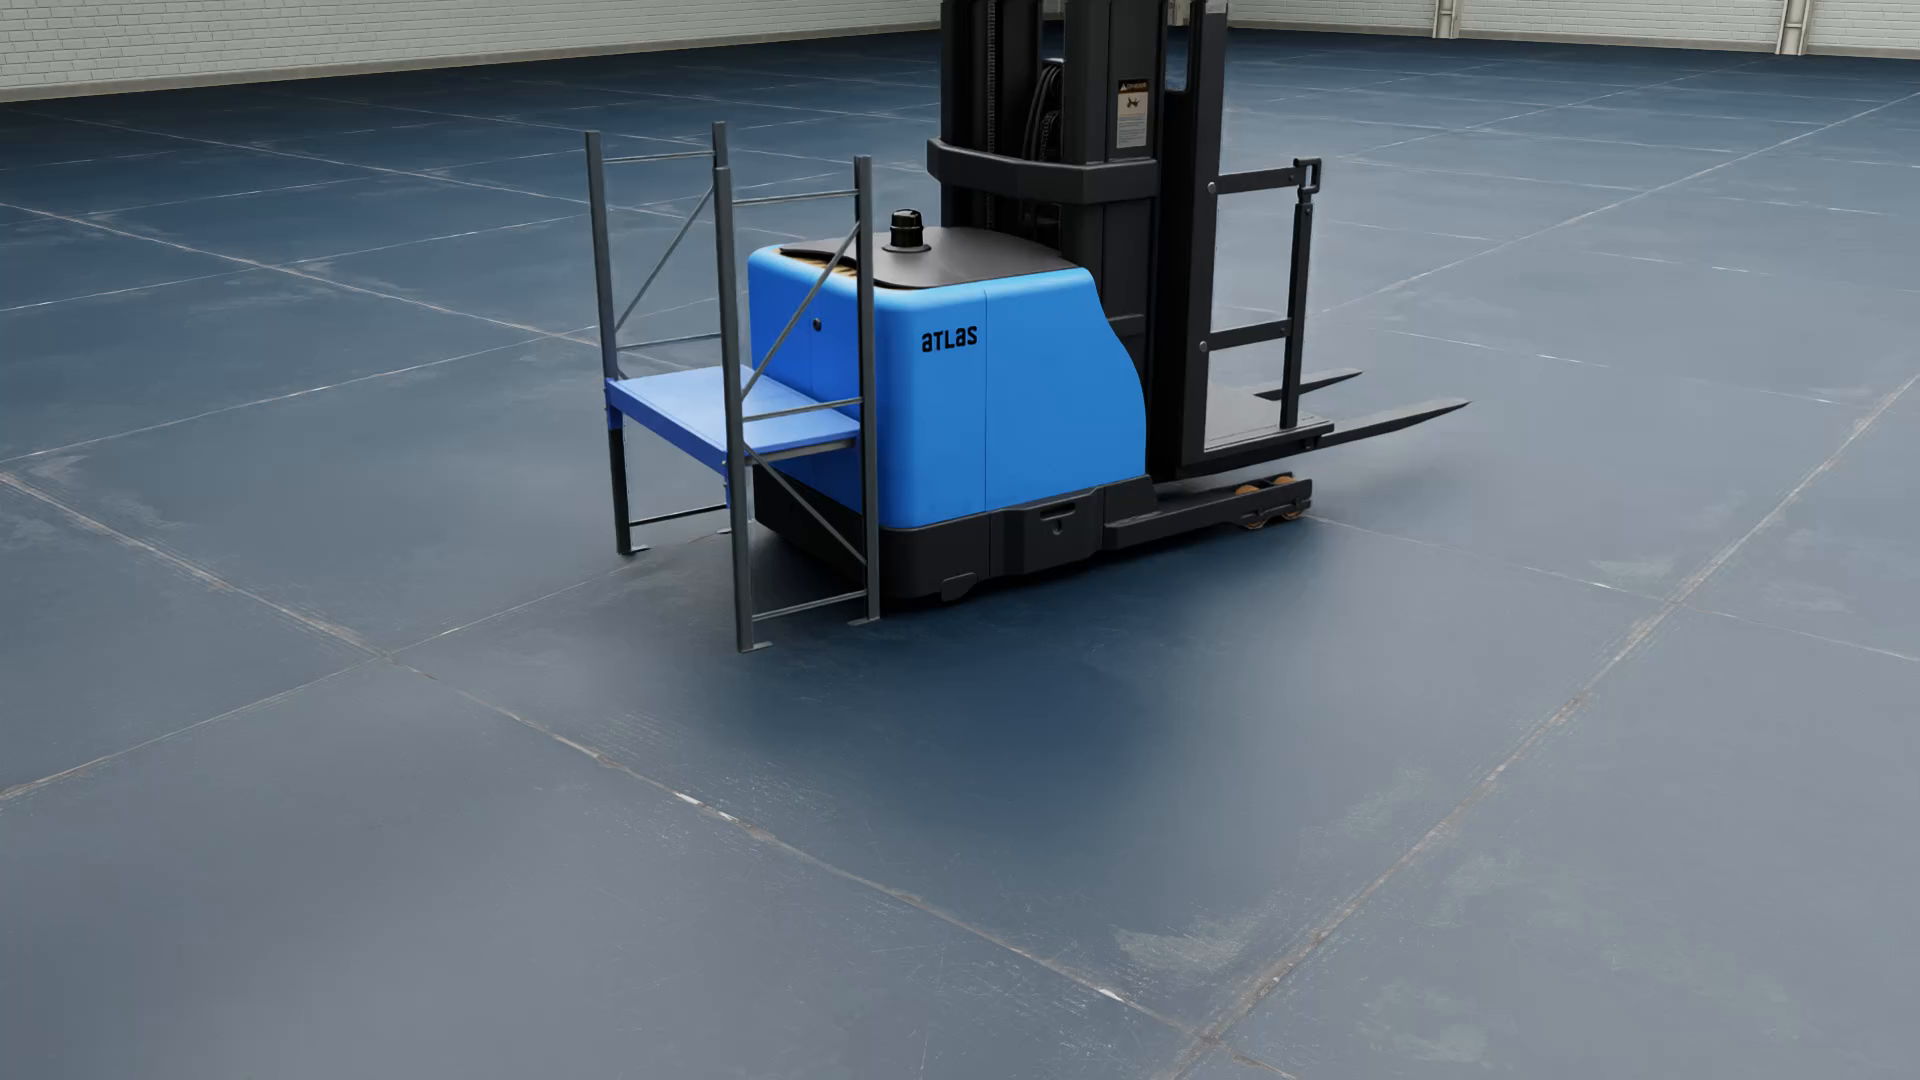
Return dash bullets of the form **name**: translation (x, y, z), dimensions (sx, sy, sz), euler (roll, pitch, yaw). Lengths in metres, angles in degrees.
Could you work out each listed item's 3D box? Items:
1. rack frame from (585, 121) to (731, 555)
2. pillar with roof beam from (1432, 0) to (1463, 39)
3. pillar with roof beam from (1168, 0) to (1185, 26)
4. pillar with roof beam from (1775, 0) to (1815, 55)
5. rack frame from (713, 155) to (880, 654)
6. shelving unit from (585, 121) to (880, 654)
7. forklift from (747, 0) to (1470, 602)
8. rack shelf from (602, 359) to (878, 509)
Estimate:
- **rack frame**: translation (-1.026, -0.698, 5.893), dimensions (0.500, 1.500, 0.032), euler (-13, 24, -30)
- **pillar with roof beam**: translation (6.320, -12.383, 26.251), dimensions (0.400, 9.000, 9.100), euler (16, 26, 36)
- **pillar with roof beam**: translation (1.672, -13.721, 29.801), dimensions (0.400, 9.000, 9.100), euler (16, 26, 36)
- **pillar with roof beam**: translation (10.969, -11.044, 22.701), dimensions (0.400, 9.000, 9.100), euler (16, 26, 36)
- **rack frame**: translation (-0.482, -0.395, 5.090), dimensions (0.500, 1.500, 0.032), euler (-13, 24, -30)
- **shelving unit**: translation (-0.754, -0.546, 5.492), dimensions (0.538, 1.500, 1.048), euler (-13, 24, -30)
- **forklift**: translation (0.741, -1.550, 6.124), dimensions (3.031, 2.935, 1.130), euler (-14, 25, -32)
- **rack shelf**: translation (-0.754, -0.378, 5.555), dimensions (0.538, 0.185, 1.000), euler (-13, 24, -30)
